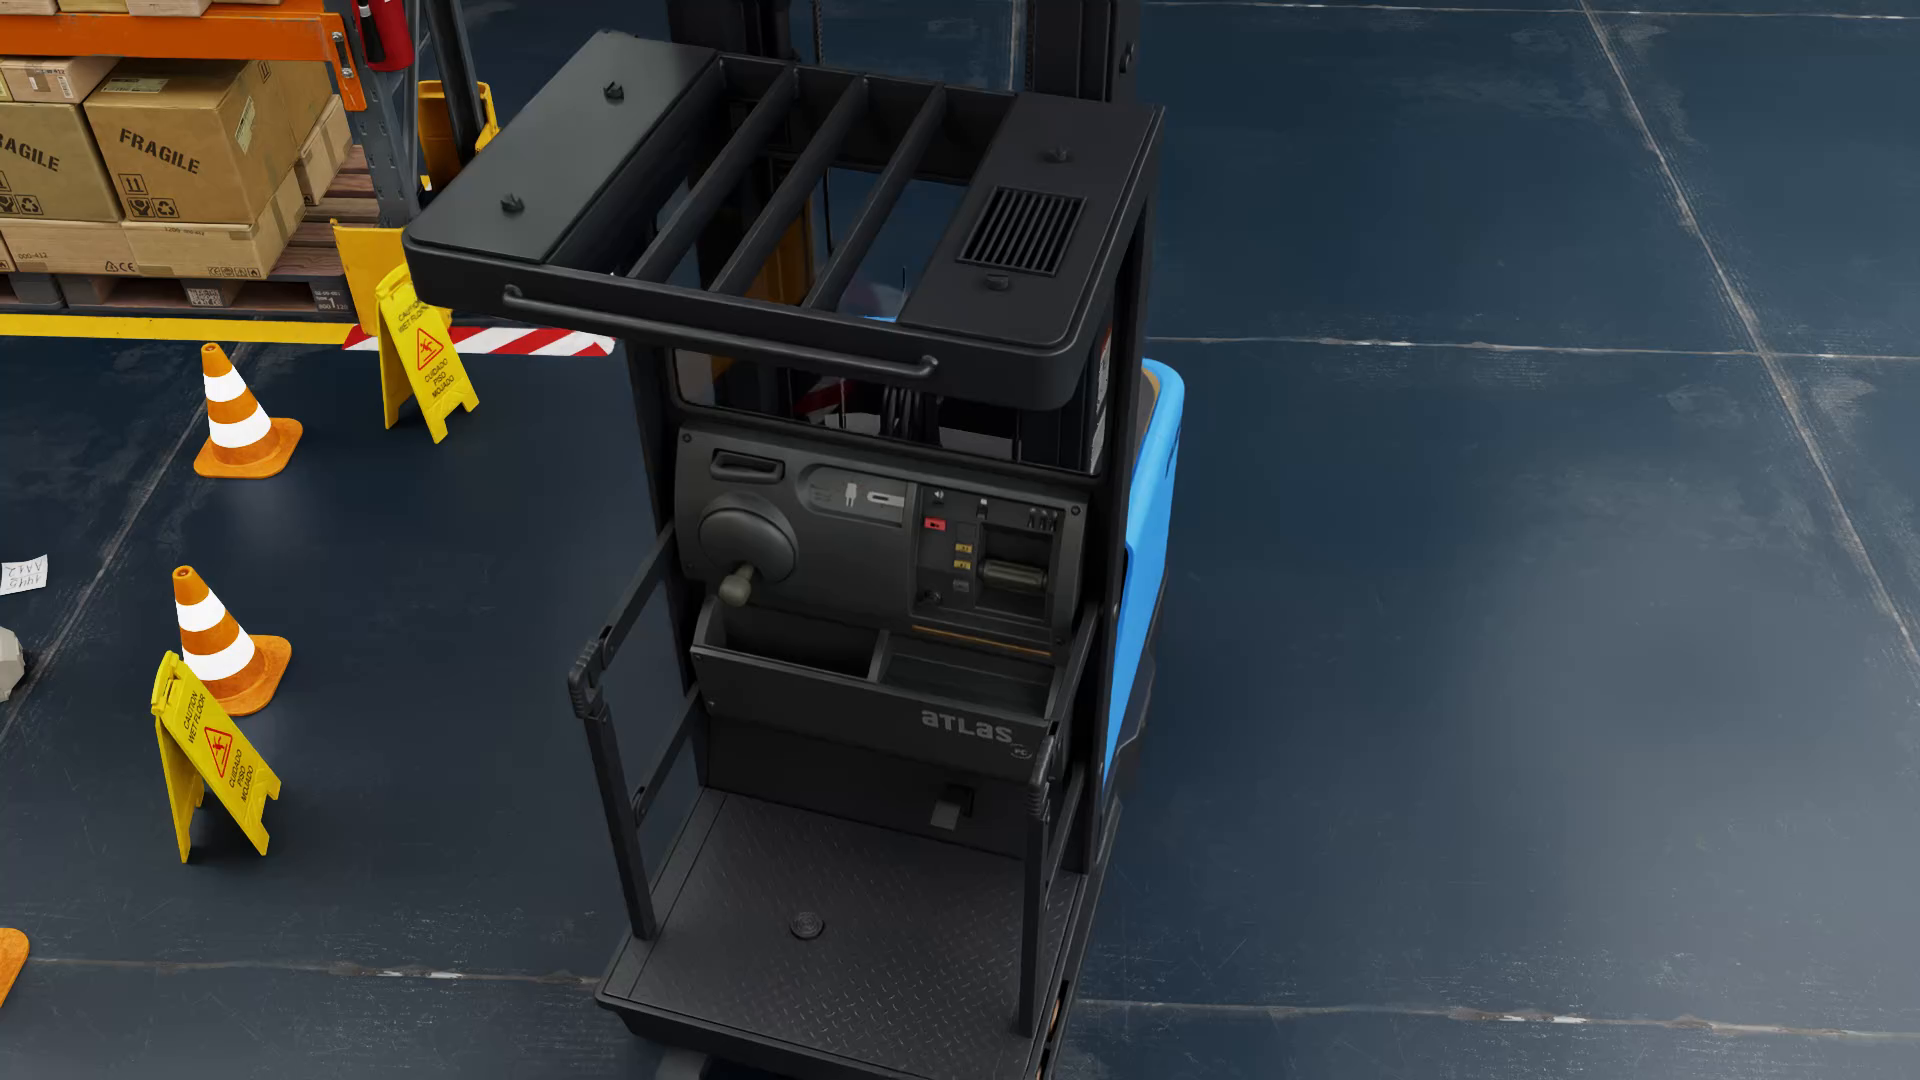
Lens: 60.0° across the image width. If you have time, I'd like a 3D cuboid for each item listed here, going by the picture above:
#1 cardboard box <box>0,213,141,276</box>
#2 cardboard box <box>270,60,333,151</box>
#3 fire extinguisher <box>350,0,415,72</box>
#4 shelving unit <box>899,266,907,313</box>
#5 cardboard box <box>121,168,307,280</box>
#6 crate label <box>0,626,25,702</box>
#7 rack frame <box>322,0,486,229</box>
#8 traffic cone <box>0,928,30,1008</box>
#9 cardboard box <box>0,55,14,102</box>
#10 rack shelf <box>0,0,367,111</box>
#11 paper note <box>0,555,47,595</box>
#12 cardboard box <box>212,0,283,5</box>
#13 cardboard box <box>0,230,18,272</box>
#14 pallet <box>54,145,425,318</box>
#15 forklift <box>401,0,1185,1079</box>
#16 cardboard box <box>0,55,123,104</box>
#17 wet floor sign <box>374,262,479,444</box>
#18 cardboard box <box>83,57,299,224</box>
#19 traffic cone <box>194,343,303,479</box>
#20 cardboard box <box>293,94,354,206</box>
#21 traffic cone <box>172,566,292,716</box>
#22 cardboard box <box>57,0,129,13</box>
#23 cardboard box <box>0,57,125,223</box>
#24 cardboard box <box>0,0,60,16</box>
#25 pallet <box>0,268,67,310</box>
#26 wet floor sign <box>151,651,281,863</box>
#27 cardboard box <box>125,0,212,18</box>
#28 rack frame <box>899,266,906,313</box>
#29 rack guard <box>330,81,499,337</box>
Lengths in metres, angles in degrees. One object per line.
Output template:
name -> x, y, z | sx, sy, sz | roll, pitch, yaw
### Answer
cardboard box -> -3.459, -1.308, 6.663 | 0.500, 0.250, 0.500 | 2, 43, 2
cardboard box -> -2.939, -1.933, 6.783 | 0.500, 0.500, 0.500 | 0, 43, 0
fire extinguisher -> -2.029, -1.952, 5.702 | 0.183, 0.674, 0.296 | 2, 43, 2
shelving unit -> -0.053, -0.386, 5.394 | 0.252, 1.050, 0.215 | 2, 43, 2
cardboard box -> -2.966, -1.288, 6.641 | 0.500, 0.250, 0.500 | 2, 43, 2
crate label -> -3.108, 0.399, 5.221 | 0.298, 0.136, 0.250 | -19, 46, -20
rack frame -> -2.122, -2.298, 6.016 | 0.127, 3.000, 1.000 | 2, 43, 2
traffic cone -> -2.711, 1.021, 4.314 | 0.334, 0.463, 0.336 | 2, 43, 2
cardboard box -> -3.555, -1.779, 6.143 | 0.250, 0.149, 0.380 | 2, 43, 3
rack shelf -> -4.120, -2.096, 6.327 | 4.000, 0.370, 1.077 | 2, 43, 2
paper note -> -3.156, 0.115, 5.604 | 0.142, 0.019, 0.148 | -12, 44, -13
cardboard box -> -2.506, -2.072, 5.957 | 0.250, 0.149, 0.380 | 3, 43, 3
cardboard box -> -3.982, -1.320, 6.676 | 0.500, 0.250, 0.500 | 0, 43, 0
pallet -> -3.008, -1.329, 7.021 | 1.213, 0.211, 1.003 | 2, 43, 2
forklift -> -0.243, 0.089, 3.505 | 1.130, 2.935, 3.031 | 11, 44, 12
cardboard box -> -3.304, -1.770, 6.132 | 0.250, 0.149, 0.380 | 3, 43, 3
wet floor sign -> -1.981, -0.702, 6.030 | 0.232, 0.644, 0.267 | 16, 45, 16
cardboard box -> -2.934, -1.567, 6.390 | 0.500, 0.500, 0.500 | 2, 43, 2
traffic cone -> -2.610, -0.504, 5.952 | 0.334, 0.463, 0.336 | 2, 43, 2
cardboard box -> -2.916, -1.658, 7.039 | 0.500, 0.250, 0.500 | 1, 43, 2
traffic cone -> -2.320, 0.262, 5.129 | 0.334, 0.463, 0.336 | 2, 43, 2
cardboard box -> -3.019, -2.026, 5.909 | 0.250, 0.149, 0.380 | 1, 43, 1
cardboard box -> -3.456, -1.580, 6.405 | 0.500, 0.500, 0.500 | 3, 43, 3
cardboard box -> -3.277, -2.014, 5.895 | 0.250, 0.149, 0.380 | 2, 43, 3
pallet -> -4.224, -1.368, 7.064 | 1.213, 0.211, 1.003 | 2, 43, 2
wet floor sign -> -2.126, 0.590, 4.643 | 0.232, 0.644, 0.267 | -5, 43, -5
cardboard box -> -2.764, -2.004, 5.885 | 0.250, 0.149, 0.380 | 1, 43, 1
rack frame -> -0.175, -0.390, 5.398 | 0.008, 1.050, 0.200 | 2, 43, 2
rack guard -> -2.198, -1.385, 6.870 | 0.348, 0.500, 1.175 | 2, 43, 2
